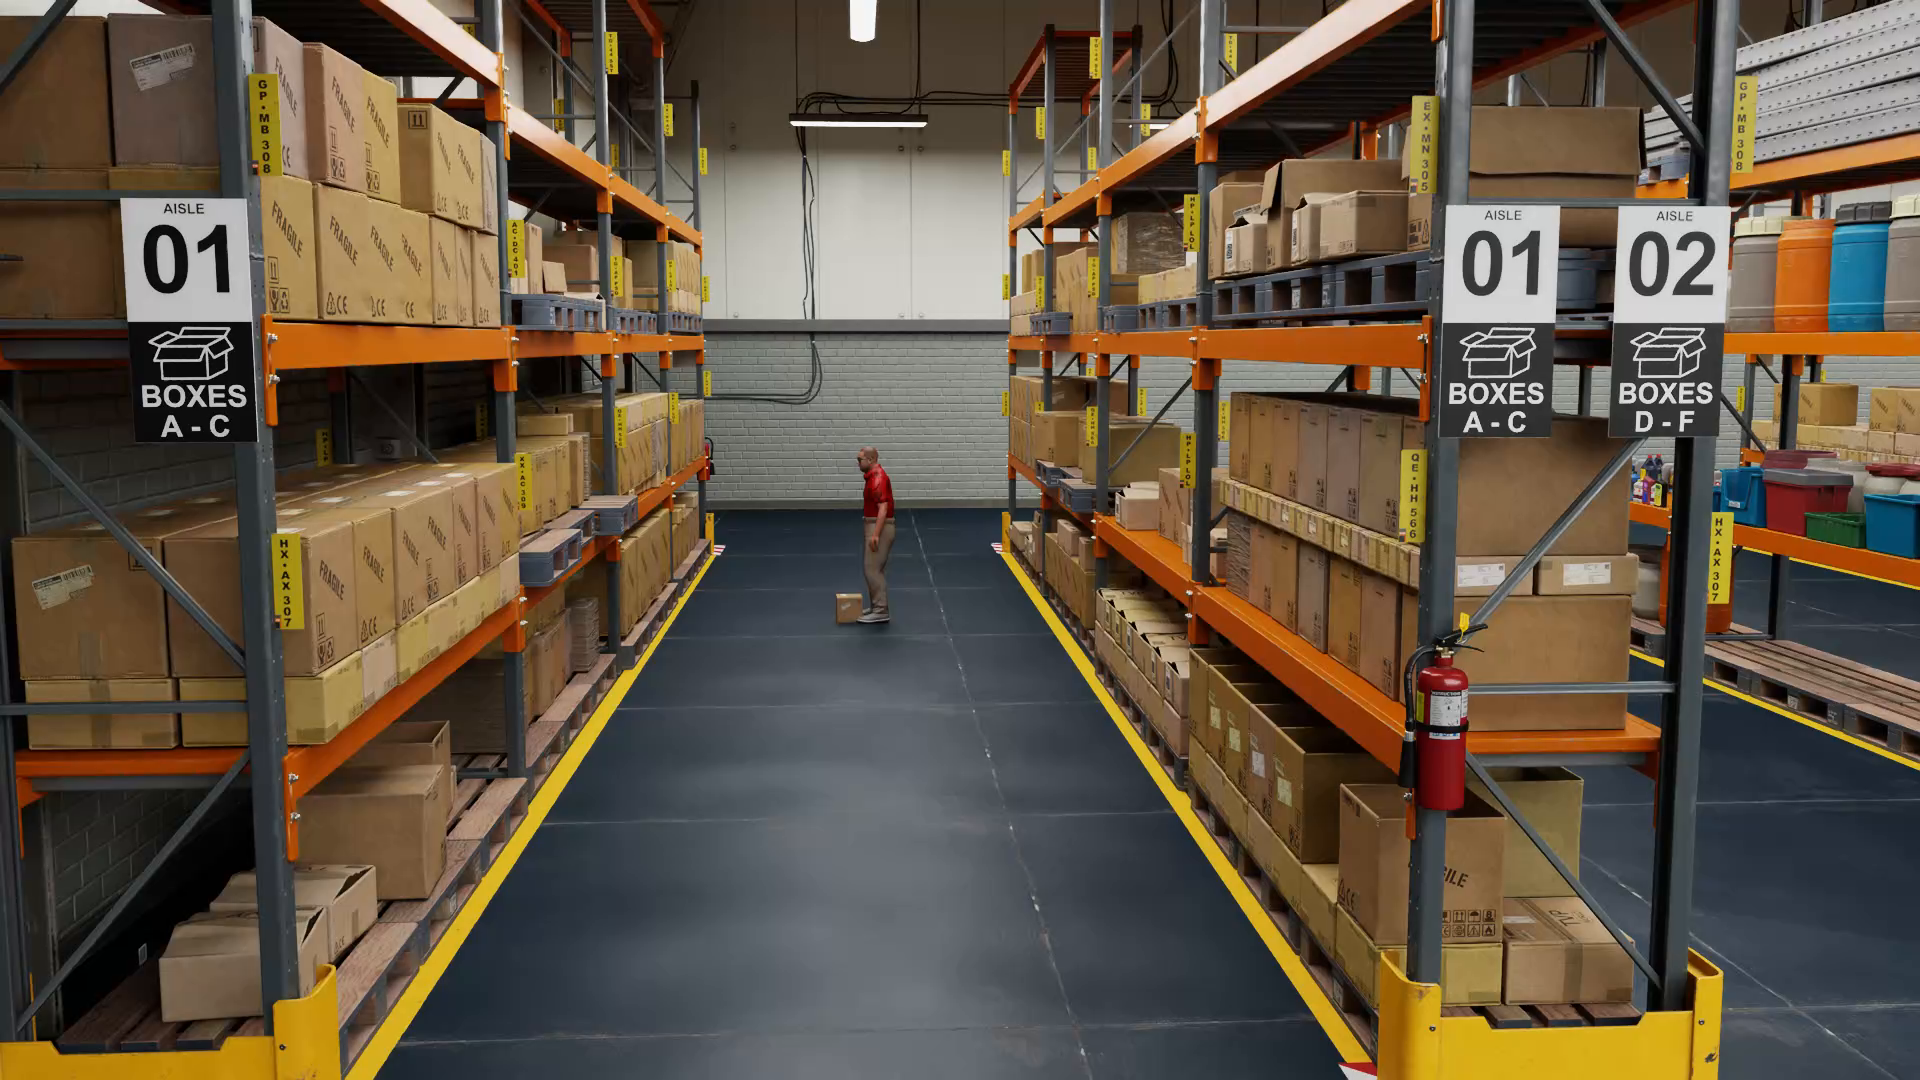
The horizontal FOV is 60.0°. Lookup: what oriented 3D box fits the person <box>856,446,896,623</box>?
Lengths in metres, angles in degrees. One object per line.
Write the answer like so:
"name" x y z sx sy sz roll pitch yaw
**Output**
"person" -0.839 -0.064 16.342 0.390 1.726 0.604 -1 7 -7
